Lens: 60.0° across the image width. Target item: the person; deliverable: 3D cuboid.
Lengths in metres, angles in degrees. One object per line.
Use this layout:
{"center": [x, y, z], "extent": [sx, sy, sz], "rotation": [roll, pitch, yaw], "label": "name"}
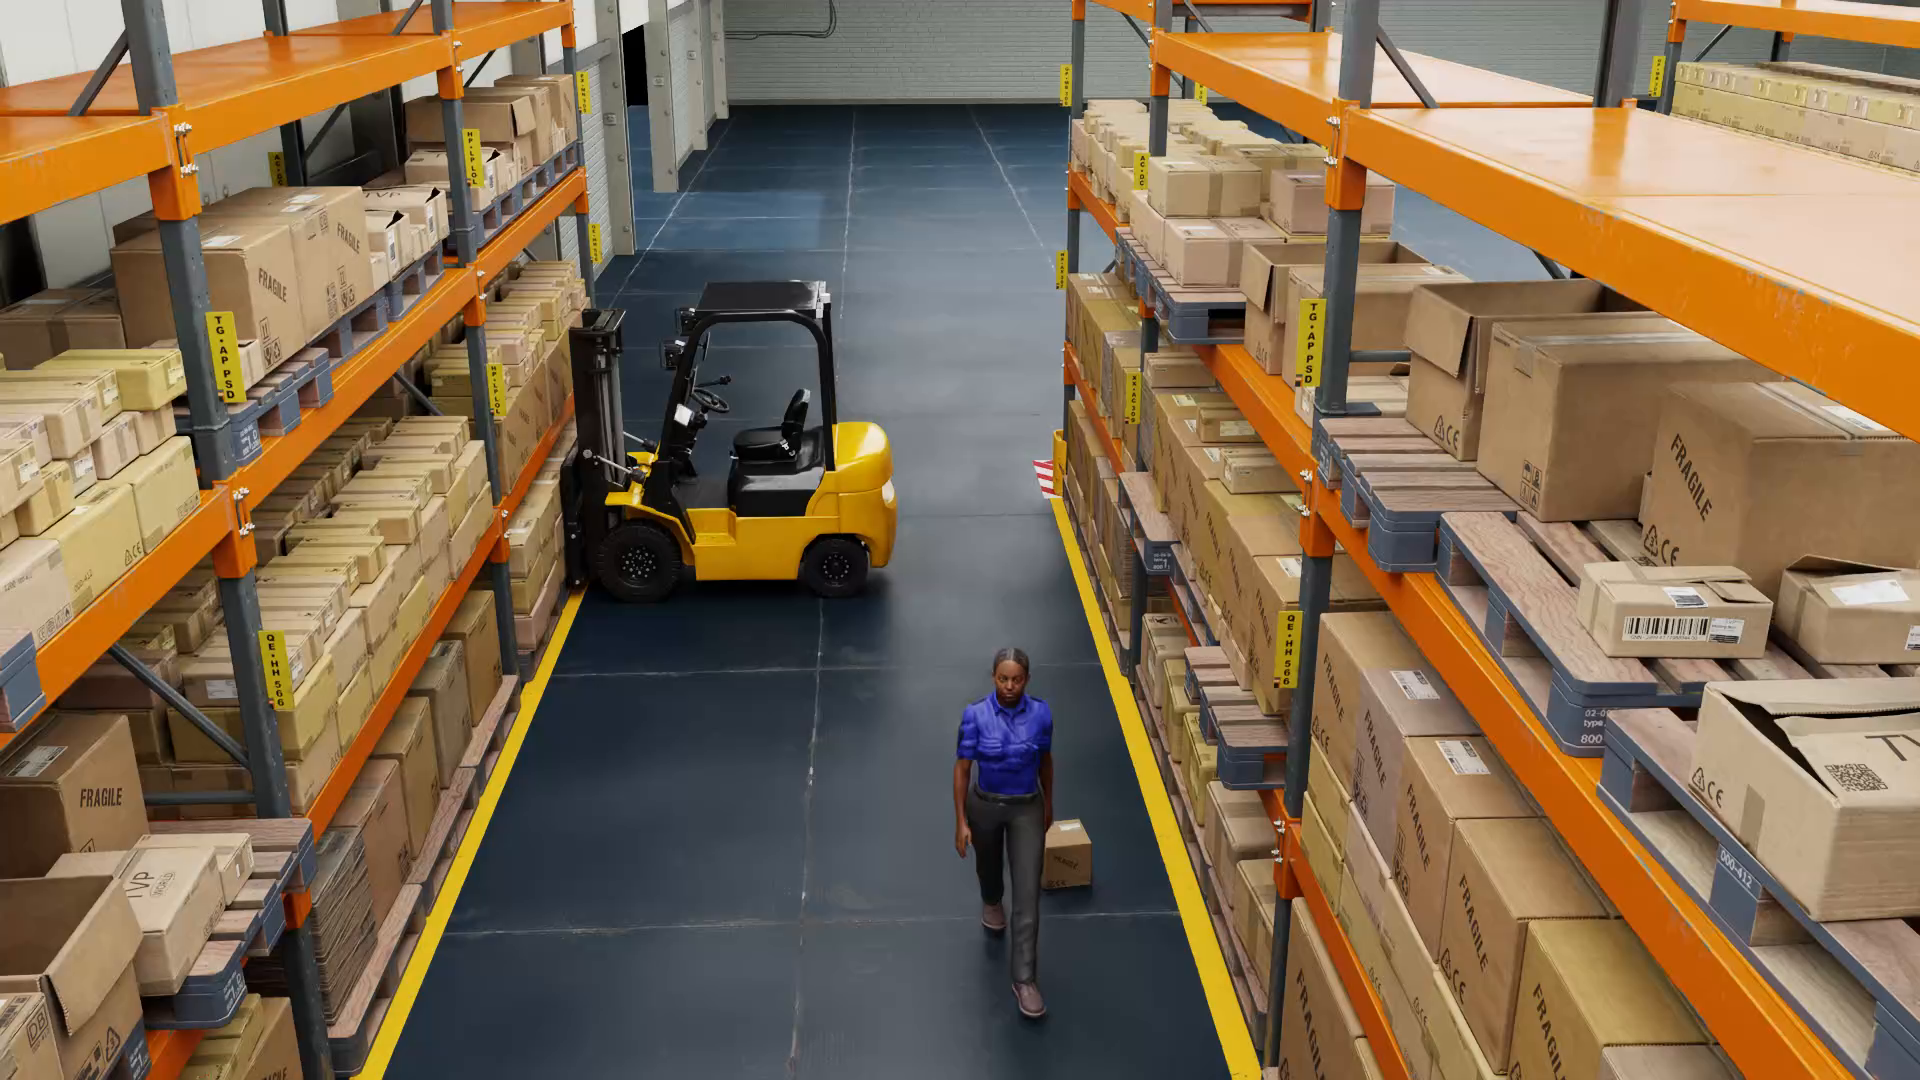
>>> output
{"center": [0.207, 1.265, 7.687], "extent": [0.475, 1.595, 0.988], "rotation": [0, 21, -1], "label": "person"}
